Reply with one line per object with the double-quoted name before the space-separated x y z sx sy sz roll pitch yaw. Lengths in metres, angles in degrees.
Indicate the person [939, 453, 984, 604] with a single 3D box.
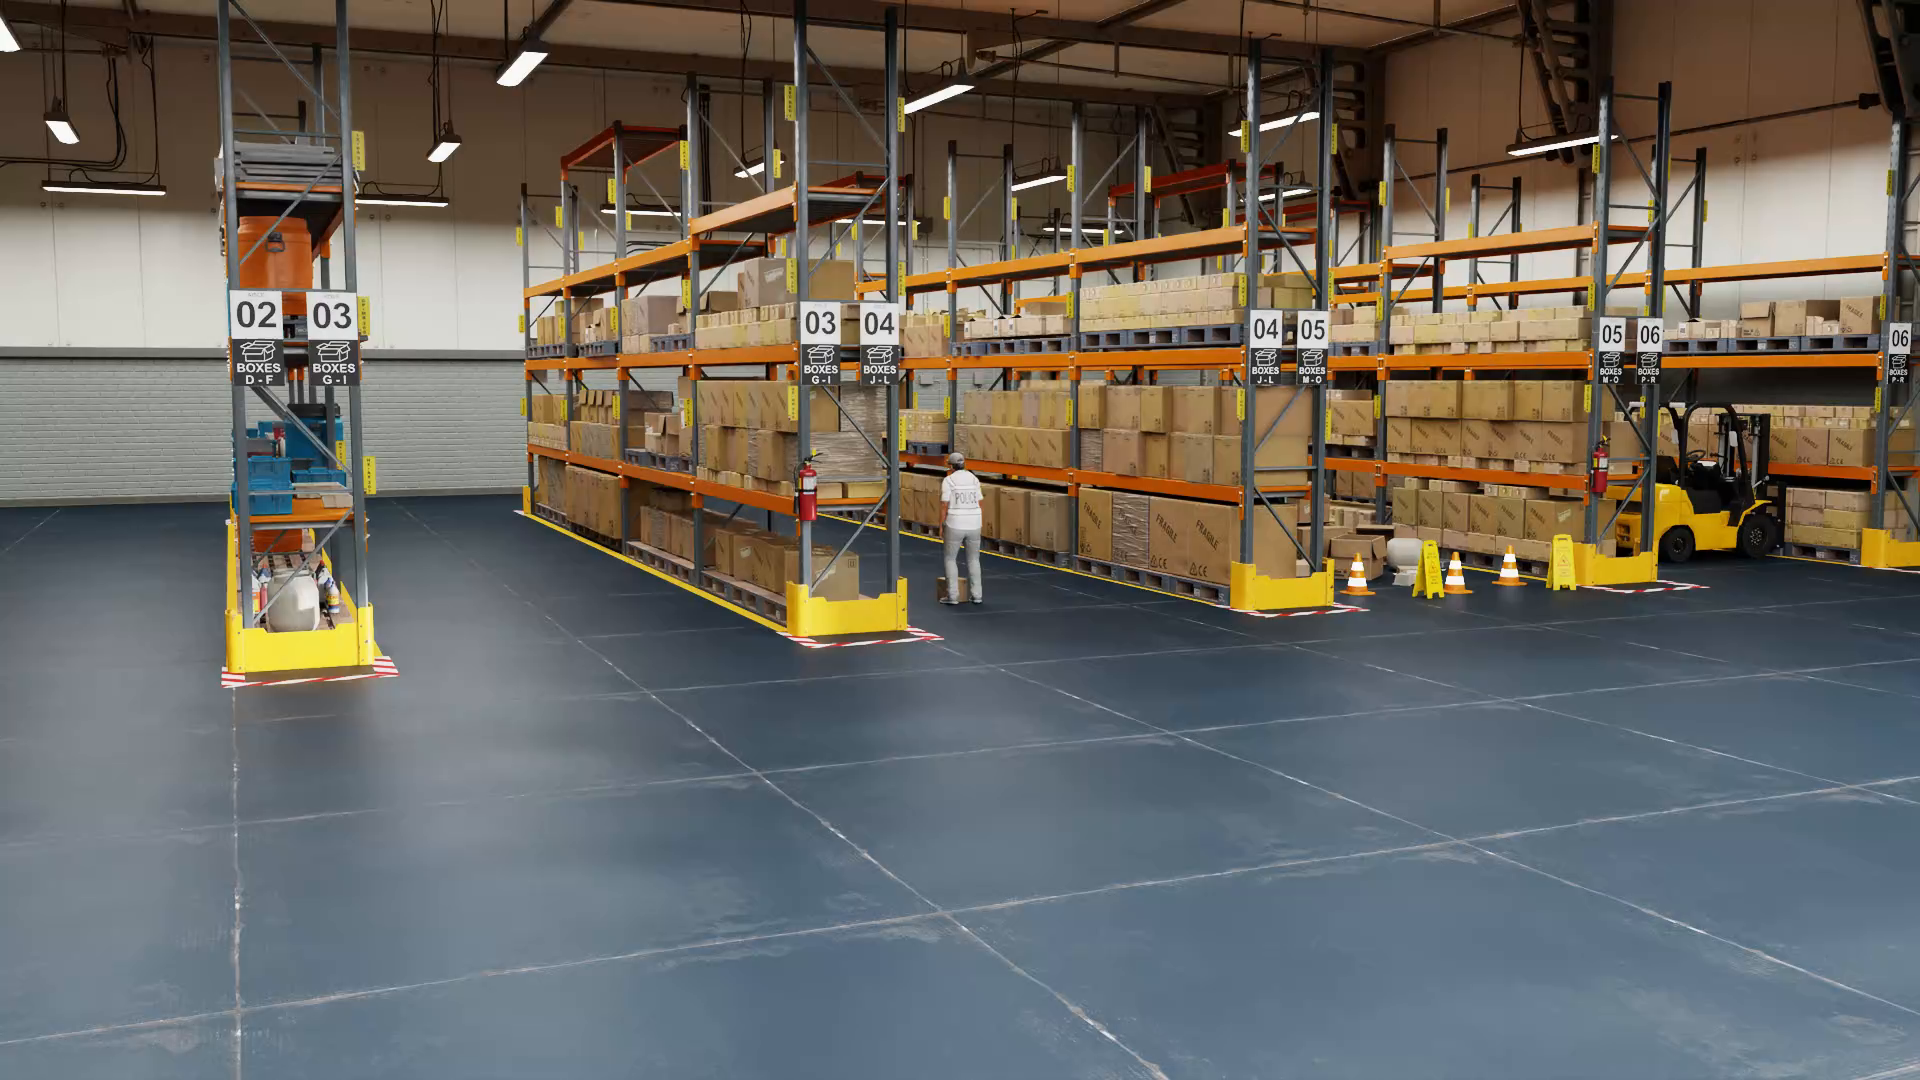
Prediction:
"person" 0.011 -0.130 18.323 0.537 1.665 0.470 -2 6 -24
